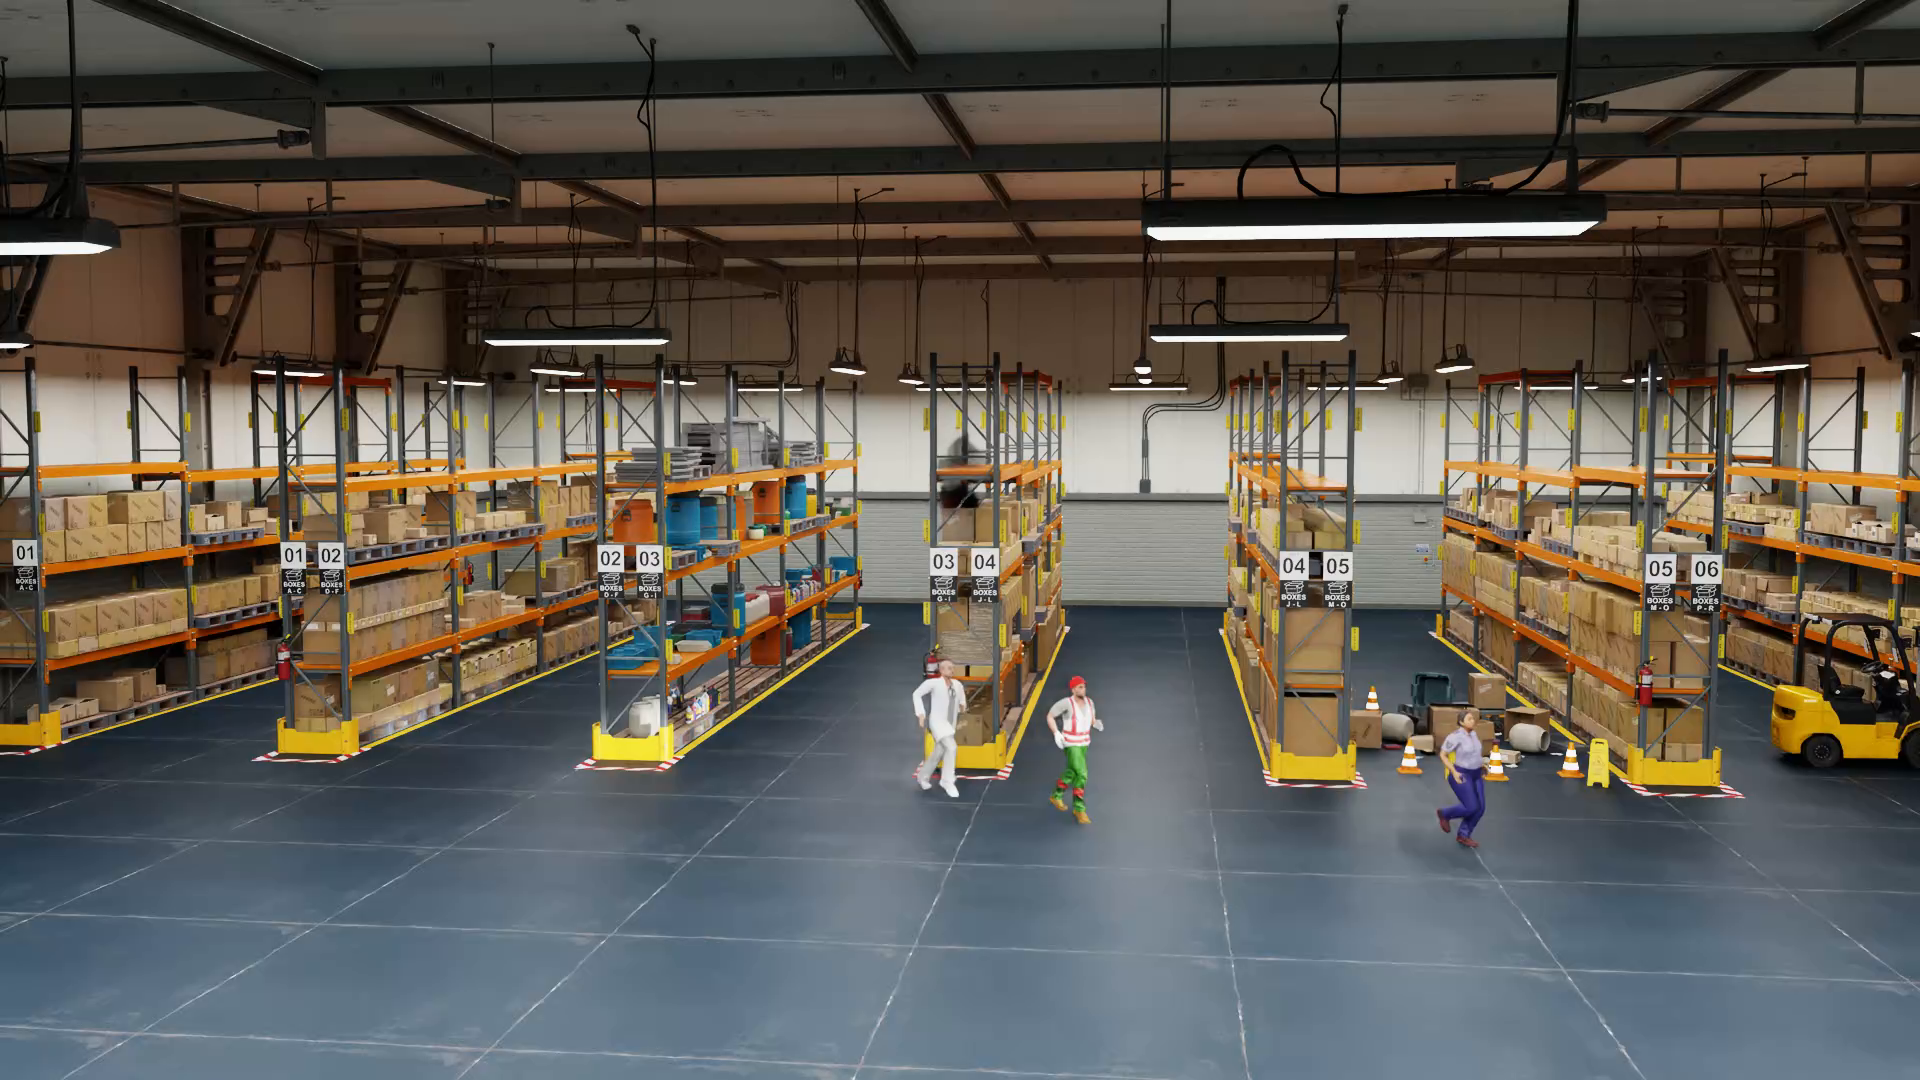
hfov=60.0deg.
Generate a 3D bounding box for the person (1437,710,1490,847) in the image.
[{"bbox_3d":[5.986,2.820,19.739,0.615,1.607,0.550,-3,5,-36],"label":"person"}]

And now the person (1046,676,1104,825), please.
[{"bbox_3d":[1.443,2.617,21.049,0.643,1.834,0.814,-4,6,-45],"label":"person"}]

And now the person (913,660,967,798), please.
[{"bbox_3d":[-0.189,2.517,22.482,0.871,1.767,0.679,4,6,45],"label":"person"}]
